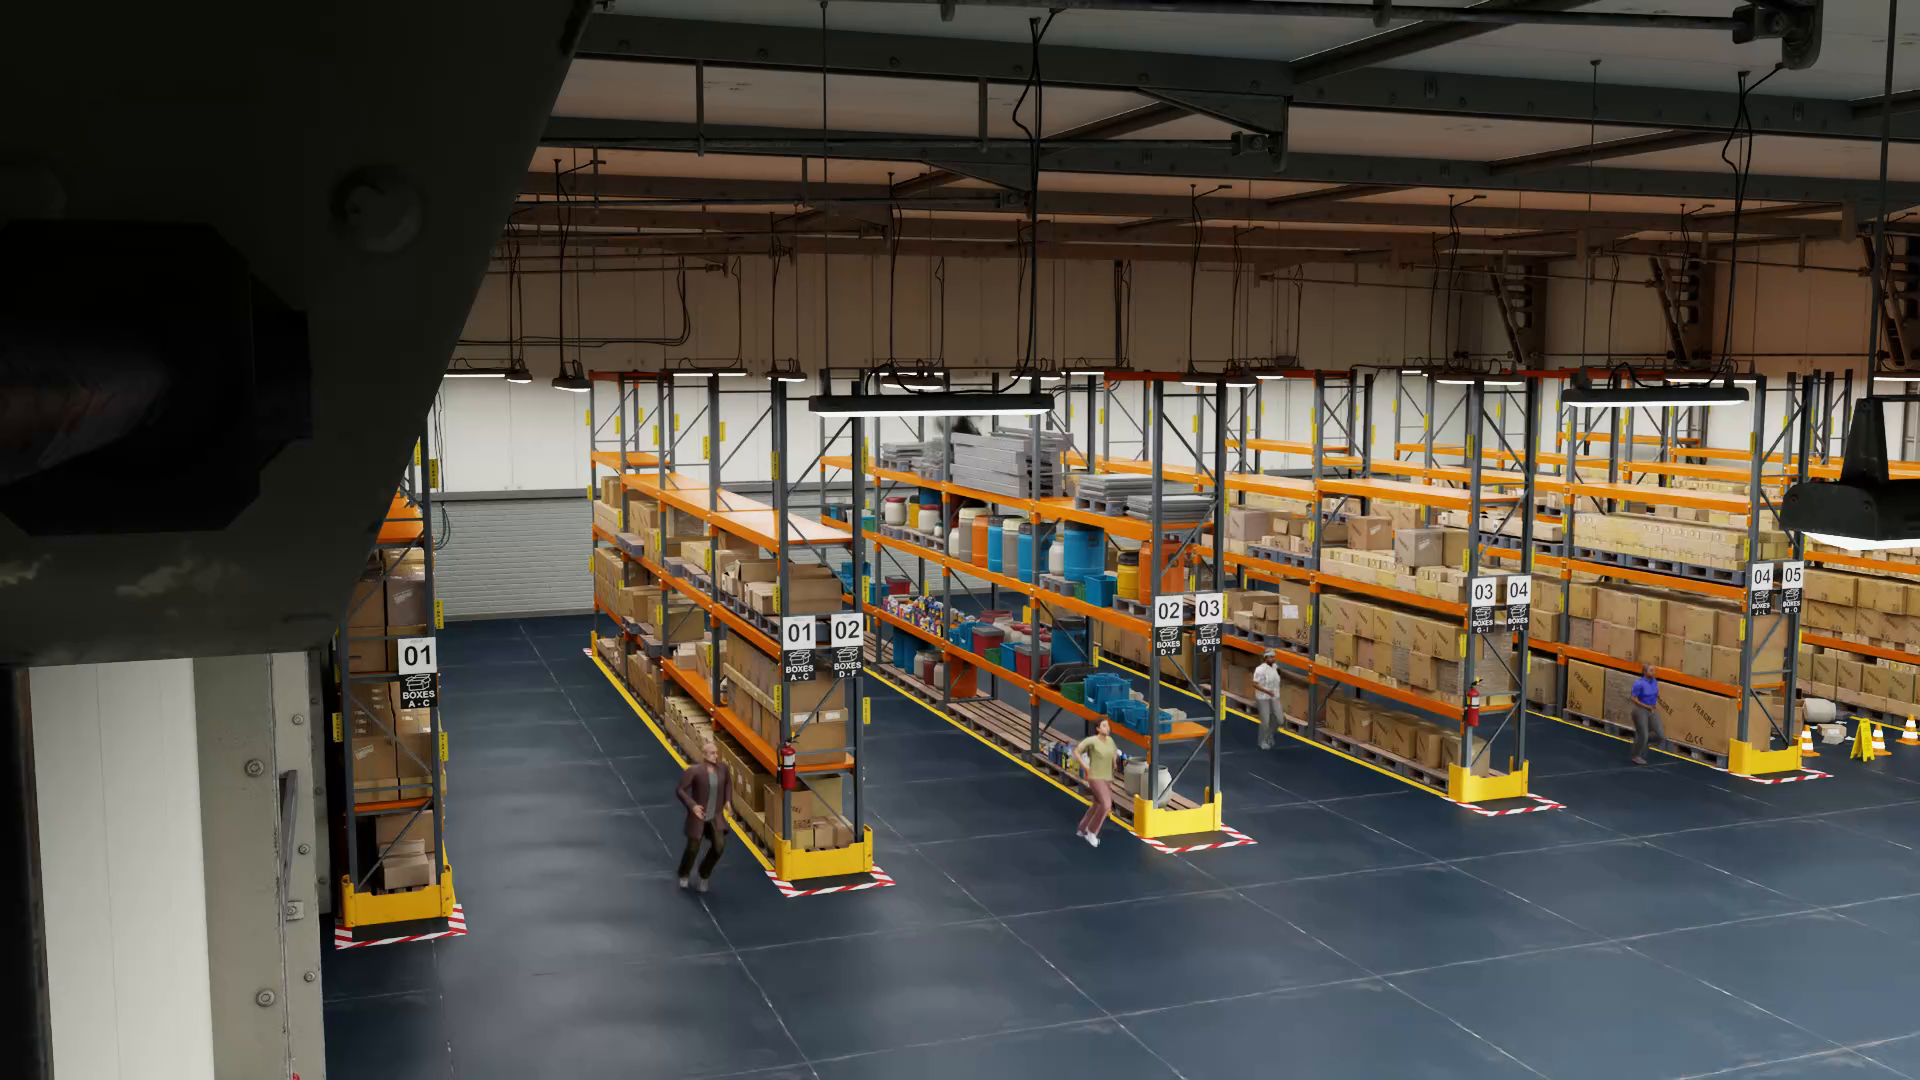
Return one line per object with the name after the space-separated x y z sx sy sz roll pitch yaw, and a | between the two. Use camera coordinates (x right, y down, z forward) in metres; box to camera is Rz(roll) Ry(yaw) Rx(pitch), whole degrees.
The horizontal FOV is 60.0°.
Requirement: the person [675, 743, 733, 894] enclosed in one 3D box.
-2.992 3.284 19.704 0.774 1.767 0.680 -4 7 -29 | person

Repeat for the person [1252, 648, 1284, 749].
4.953 2.535 26.600 0.576 1.660 0.573 -3 7 -22 | person

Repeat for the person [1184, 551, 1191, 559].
5.499 1.031 40.558 0.630 1.602 0.605 -6 9 -42 | person

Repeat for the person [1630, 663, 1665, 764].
10.601 2.684 25.636 0.585 1.595 0.564 -2 7 -21 | person

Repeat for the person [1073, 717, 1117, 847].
1.817 3.115 21.540 0.605 1.676 0.607 -5 8 -40 | person
